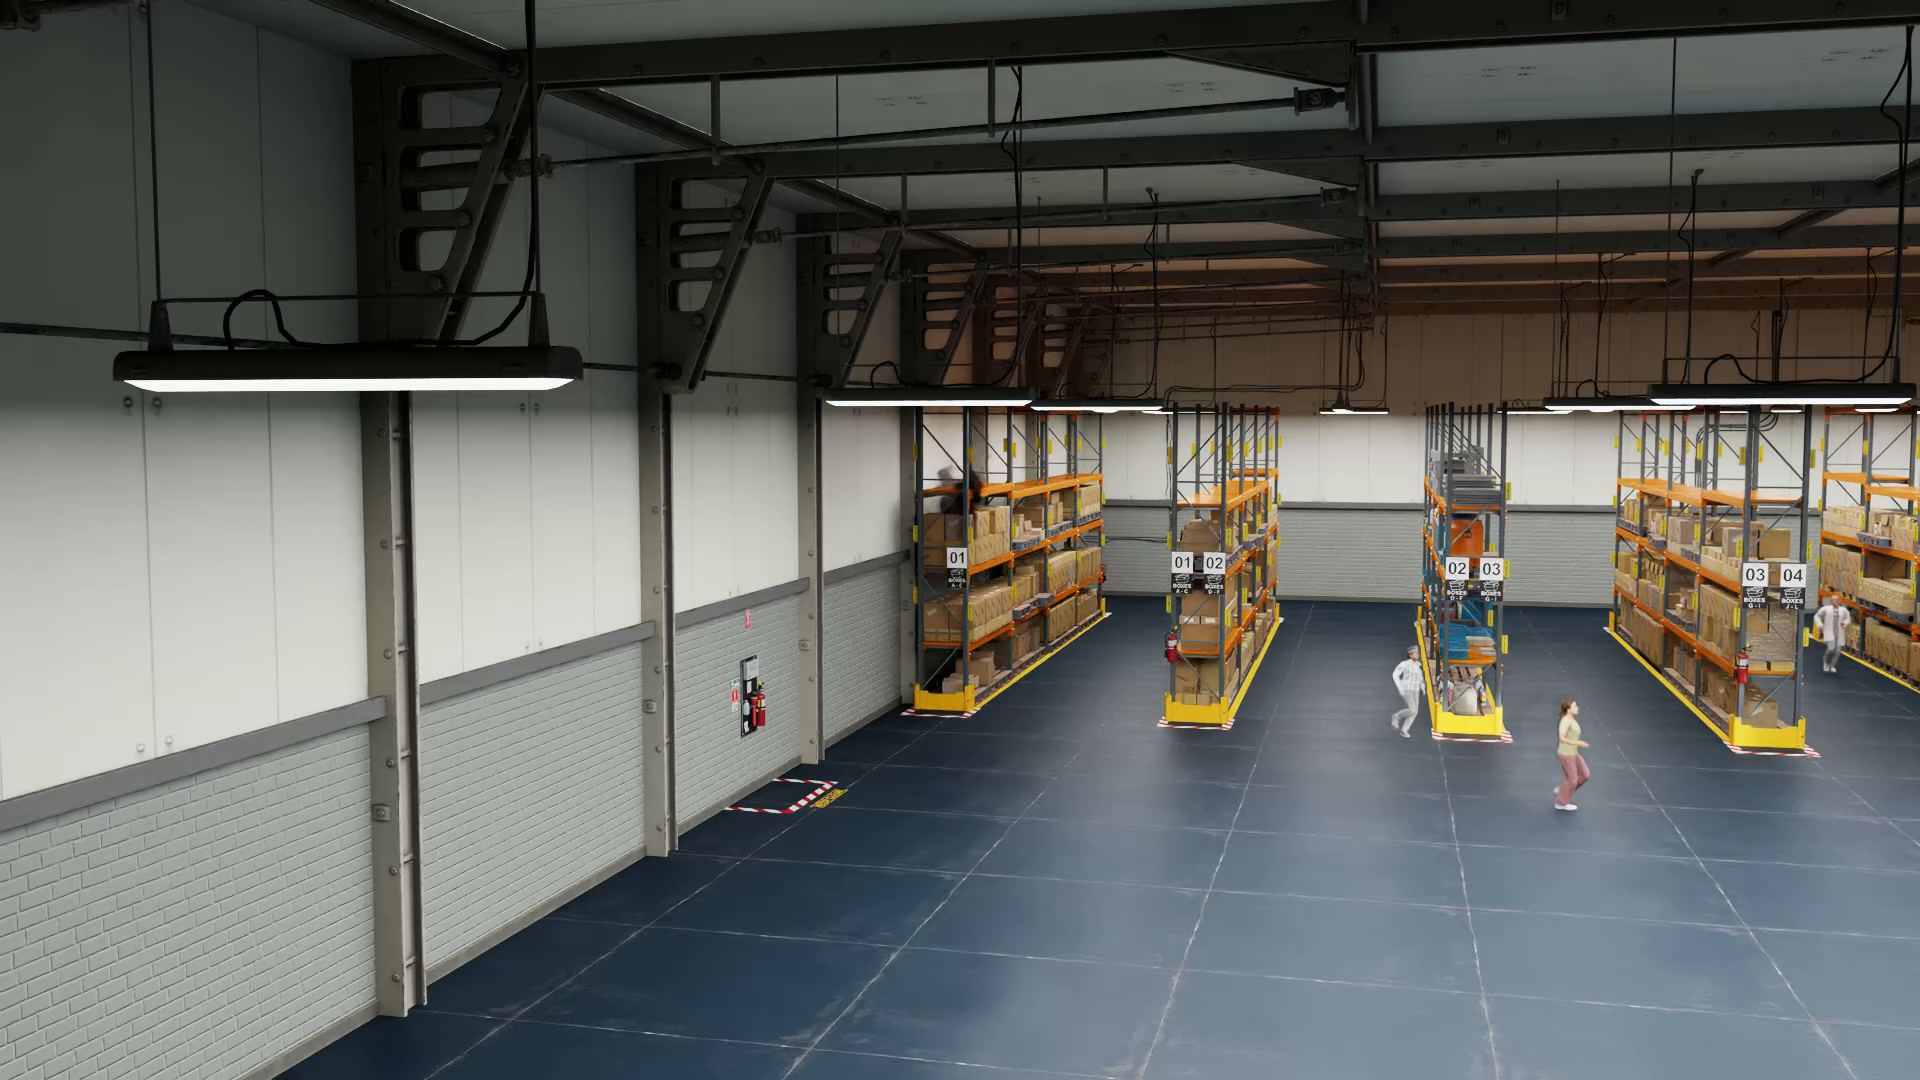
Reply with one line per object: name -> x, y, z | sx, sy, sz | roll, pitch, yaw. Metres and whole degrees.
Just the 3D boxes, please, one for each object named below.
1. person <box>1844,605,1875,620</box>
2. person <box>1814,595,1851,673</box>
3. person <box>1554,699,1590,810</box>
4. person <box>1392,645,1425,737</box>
person -> 23.679, 1.699, 43.999 | 1.026, 1.584, 0.508 | 1, 4, 8
person -> 19.471, 2.102, 37.039 | 0.694, 1.742, 0.700 | 1, 4, 13
person -> 8.908, 3.119, 24.186 | 0.519, 1.630, 0.590 | 3, 5, 32
person -> 8.108, 2.703, 29.885 | 0.635, 1.624, 0.510 | -2, 5, -27
